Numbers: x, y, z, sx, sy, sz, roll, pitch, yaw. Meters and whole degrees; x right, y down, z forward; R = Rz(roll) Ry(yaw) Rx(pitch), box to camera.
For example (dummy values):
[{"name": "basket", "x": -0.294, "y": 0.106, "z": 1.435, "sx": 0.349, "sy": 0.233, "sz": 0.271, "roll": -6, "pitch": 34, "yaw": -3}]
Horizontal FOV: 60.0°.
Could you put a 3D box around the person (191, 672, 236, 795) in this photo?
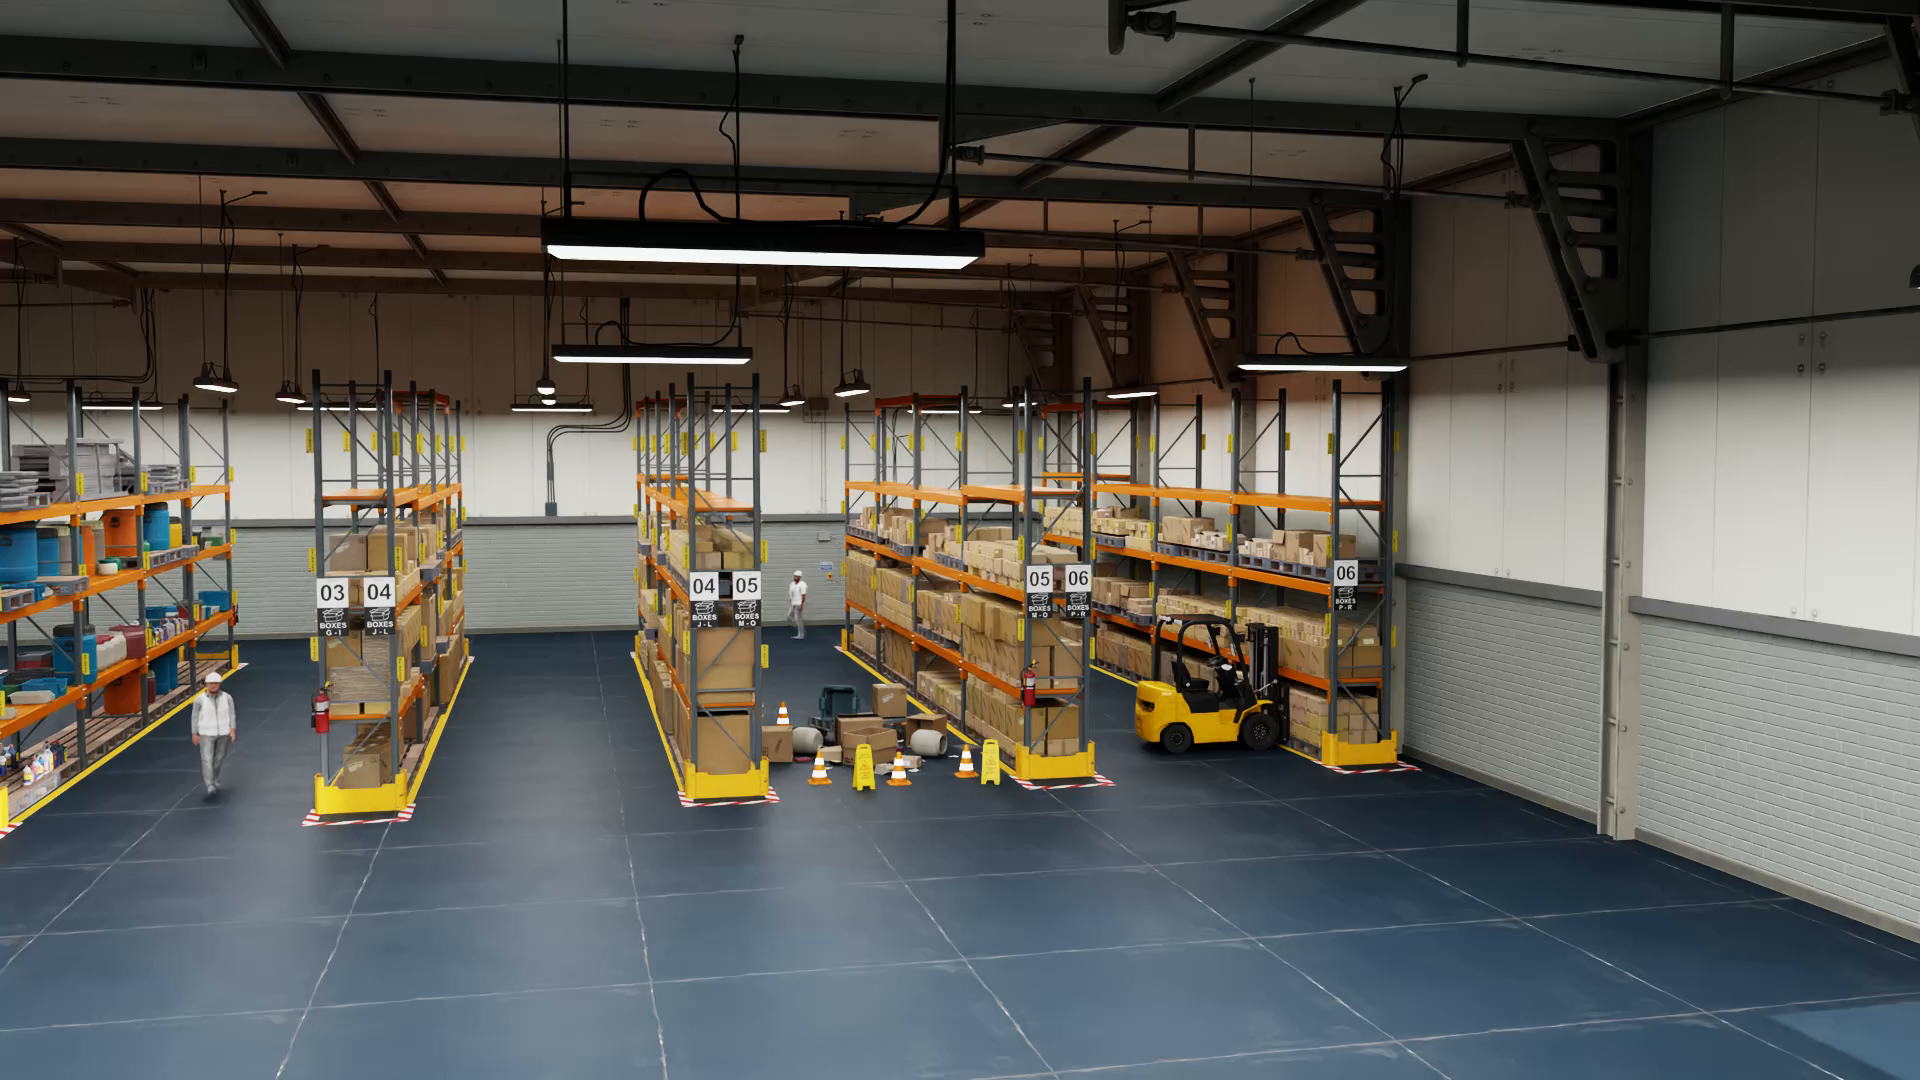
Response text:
[{"name": "person", "x": -10.620, "y": 2.746, "z": 23.729, "sx": 0.567, "sy": 1.712, "sz": 1.070, "roll": -3, "pitch": 4, "yaw": -42}]

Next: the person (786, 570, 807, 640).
[{"name": "person", "x": -4.190, "y": 1.667, "z": 42.498, "sx": 0.439, "sy": 1.790, "sz": 0.592, "roll": -2, "pitch": 4, "yaw": -32}]
